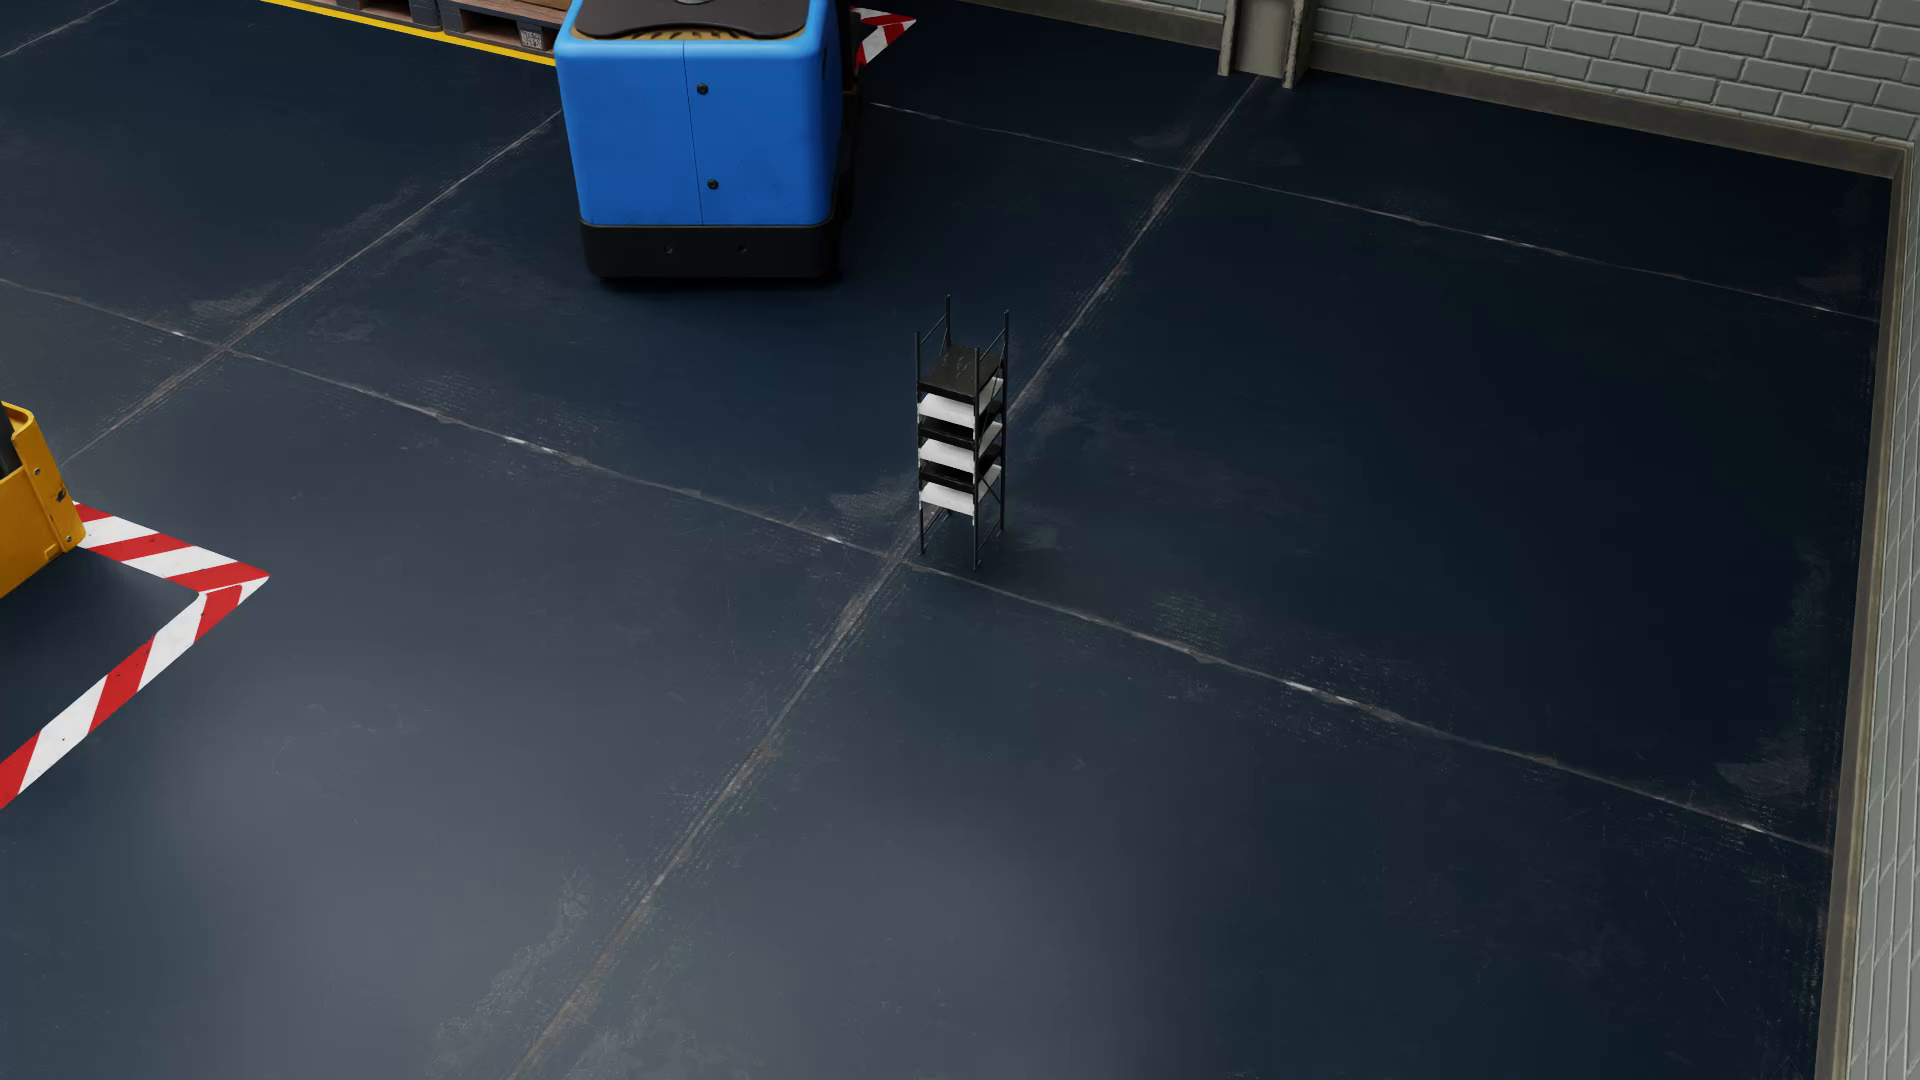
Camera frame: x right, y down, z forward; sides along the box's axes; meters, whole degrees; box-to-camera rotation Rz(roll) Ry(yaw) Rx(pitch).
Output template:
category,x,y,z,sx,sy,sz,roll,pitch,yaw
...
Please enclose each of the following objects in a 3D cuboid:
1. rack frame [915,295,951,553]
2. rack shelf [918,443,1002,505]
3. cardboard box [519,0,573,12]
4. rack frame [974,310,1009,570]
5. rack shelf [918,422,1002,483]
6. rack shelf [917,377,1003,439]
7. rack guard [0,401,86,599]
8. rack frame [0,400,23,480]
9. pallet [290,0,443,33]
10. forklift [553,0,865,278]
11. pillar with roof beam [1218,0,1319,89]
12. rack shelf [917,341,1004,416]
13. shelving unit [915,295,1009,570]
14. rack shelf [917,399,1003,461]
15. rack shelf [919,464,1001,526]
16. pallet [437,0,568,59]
category,x,y,z,sx,sy,sz,roll,pitch,yaw
rack frame,-0.085,-0.366,5.485,0.006,0.900,0.240,17,44,19
rack shelf,0.007,-0.245,5.533,0.200,0.077,0.258,17,44,19
cardboard box,-1.930,-3.133,8.662,0.500,0.500,0.700,17,44,19
rack frame,0.099,-0.310,5.420,0.006,0.900,0.240,17,44,19
rack shelf,0.007,-0.313,5.474,0.200,0.077,0.258,17,44,19
rack shelf,0.007,-0.449,5.357,0.200,0.077,0.258,17,44,19
rack guard,-3.413,0.081,5.275,0.348,0.500,1.175,17,44,19
rack frame,-3.345,-0.843,4.432,0.127,3.000,1.000,17,44,19
pallet,-3.113,-3.244,9.332,1.213,0.211,1.003,17,44,19
forklift,-1.034,-3.133,7.127,1.130,2.935,3.031,0,41,0
pillar with roof beam,-0.261,-3.262,2.642,0.400,9.000,9.100,17,44,19
rack shelf,0.007,-0.517,5.298,0.200,0.077,0.258,17,44,19
shelving unit,0.007,-0.338,5.453,0.210,0.900,0.258,17,44,19
rack shelf,0.007,-0.381,5.416,0.200,0.077,0.258,17,44,19
rack shelf,0.007,-0.177,5.592,0.200,0.077,0.258,17,44,19
pallet,-2.011,-2.905,8.941,1.213,0.211,1.003,17,44,19
